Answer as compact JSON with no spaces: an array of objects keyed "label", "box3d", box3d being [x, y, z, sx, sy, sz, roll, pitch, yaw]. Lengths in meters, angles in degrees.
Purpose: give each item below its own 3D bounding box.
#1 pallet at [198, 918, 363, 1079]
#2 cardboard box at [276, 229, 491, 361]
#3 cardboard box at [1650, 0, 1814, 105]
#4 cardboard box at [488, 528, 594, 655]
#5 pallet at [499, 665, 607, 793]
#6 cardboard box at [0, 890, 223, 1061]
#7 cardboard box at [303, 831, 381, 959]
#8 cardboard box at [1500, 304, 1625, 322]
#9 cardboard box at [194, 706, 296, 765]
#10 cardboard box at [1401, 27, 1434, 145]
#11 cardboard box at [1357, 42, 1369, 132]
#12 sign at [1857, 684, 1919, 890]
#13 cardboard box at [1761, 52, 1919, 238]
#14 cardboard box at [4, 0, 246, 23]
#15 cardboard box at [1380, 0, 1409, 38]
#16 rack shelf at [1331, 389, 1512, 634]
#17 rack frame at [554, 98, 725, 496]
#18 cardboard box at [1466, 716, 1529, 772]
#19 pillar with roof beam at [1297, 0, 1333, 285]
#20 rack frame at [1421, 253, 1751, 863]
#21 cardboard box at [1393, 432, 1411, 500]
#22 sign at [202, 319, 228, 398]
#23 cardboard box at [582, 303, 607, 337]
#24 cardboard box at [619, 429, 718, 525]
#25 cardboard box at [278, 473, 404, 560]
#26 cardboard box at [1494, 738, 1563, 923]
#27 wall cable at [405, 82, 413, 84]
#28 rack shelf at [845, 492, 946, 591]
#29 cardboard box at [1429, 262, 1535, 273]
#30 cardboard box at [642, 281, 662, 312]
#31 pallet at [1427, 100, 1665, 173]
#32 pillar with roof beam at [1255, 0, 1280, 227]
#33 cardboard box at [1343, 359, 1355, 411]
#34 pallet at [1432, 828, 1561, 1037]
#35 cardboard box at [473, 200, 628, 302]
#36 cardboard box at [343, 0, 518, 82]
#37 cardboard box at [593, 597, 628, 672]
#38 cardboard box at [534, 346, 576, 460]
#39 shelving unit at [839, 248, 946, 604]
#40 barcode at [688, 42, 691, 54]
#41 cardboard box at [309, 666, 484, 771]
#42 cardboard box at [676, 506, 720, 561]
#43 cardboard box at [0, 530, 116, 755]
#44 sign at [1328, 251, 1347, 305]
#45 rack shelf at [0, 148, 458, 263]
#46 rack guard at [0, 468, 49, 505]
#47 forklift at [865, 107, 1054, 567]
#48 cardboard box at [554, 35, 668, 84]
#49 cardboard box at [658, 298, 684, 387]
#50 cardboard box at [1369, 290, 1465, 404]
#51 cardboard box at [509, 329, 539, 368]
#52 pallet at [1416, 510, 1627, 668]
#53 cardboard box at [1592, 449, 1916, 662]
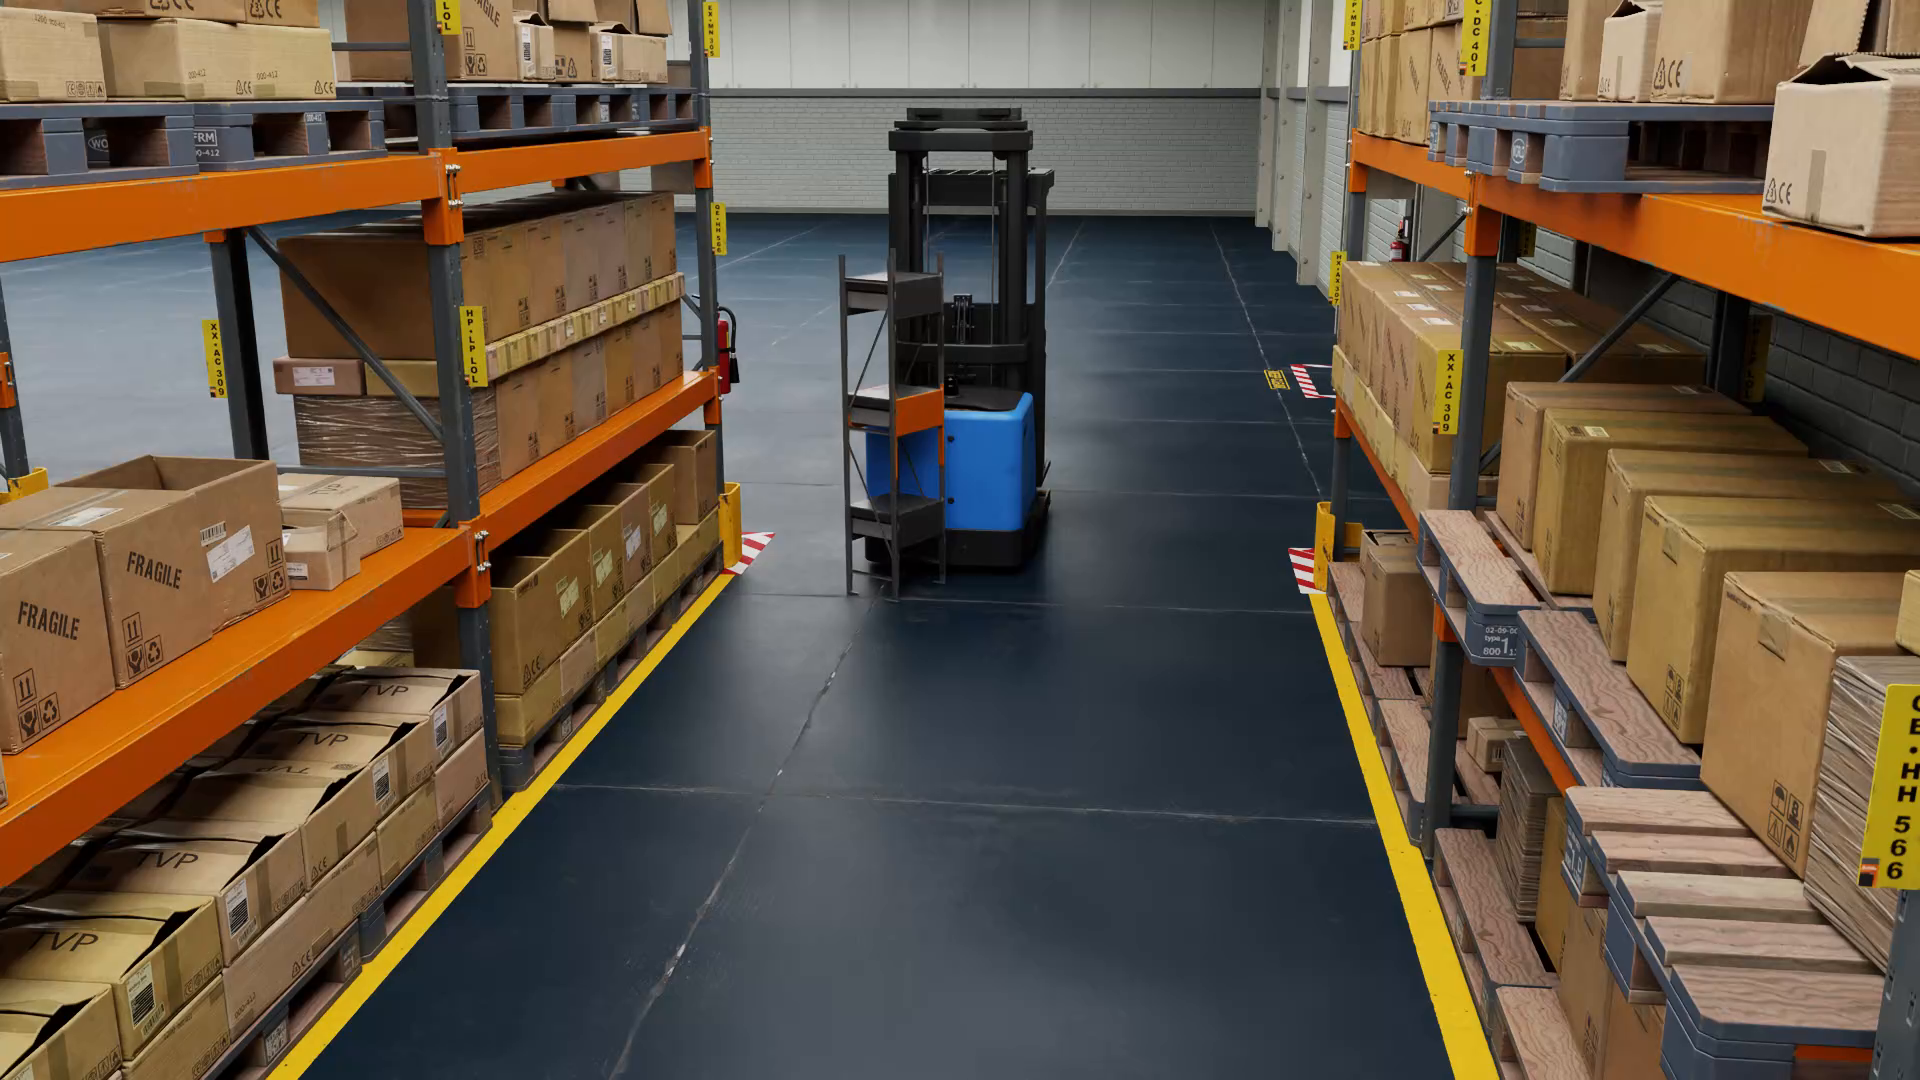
[{"label":"pallet","box3d":[-2.698,1.578,5.422,1.003,0.211,1.213,2,15,6]},{"label":"cardboard box","box3d":[-2.474,-1.067,7.186,0.700,0.500,0.500,2,15,7]},{"label":"cardboard box","box3d":[2.124,-1.372,4.248,0.500,0.500,0.500,1,15,4]},{"label":"cardboard box","box3d":[-2.106,0.244,8.039,0.500,0.500,0.500,2,15,6]},{"label":"pallet","box3d":[-2.387,0.863,8.064,1.003,0.211,1.213,2,15,6]},{"label":"cardboard box","box3d":[-2.508,1.218,4.800,0.500,0.311,0.500,1,15,5]},{"label":"cardboard box","box3d":[-2.393,1.227,5.841,0.500,0.250,0.500,2,15,8]},{"label":"cardboard box","box3d":[2.789,-0.811,7.726,0.500,0.500,0.500,2,15,8]},{"label":"cardboard box","box3d":[-2.874,0.806,6.324,0.500,0.311,0.500,2,15,6]},{"label":"cardboard box","box3d":[2.310,-2.052,7.530,0.500,0.500,0.500,1,15,4]},{"label":"cardboard box","box3d":[2.570,-2.597,9.542,0.500,0.500,0.500,2,15,8]},{"label":"sign","box3d":[1.413,0.371,2.479,0.100,0.325,0.005,2,15,6]},{"label":"cardboard box","box3d":[1.766,-0.705,2.907,0.500,0.311,0.500,2,15,6]},{"label":"cardboard box","box3d":[-2.668,-1.911,5.281,0.500,0.500,0.500,3,15,12]},{"label":"cardboard box","box3d":[2.417,-2.804,8.394,0.500,0.500,0.500,2,15,8]},{"label":"rack shelf","box3d":[2.630,-0.304,8.418,1.077,0.370,4.000,2,15,6]},{"label":"rack frame","box3d":[-2.067,-1.315,10.779,1.000,3.000,0.127,2,15,6]},{"label":"cardboard box","box3d":[2.435,0.883,7.235,0.380,0.166,0.250,0,15,-1]},{"label":"pillar with roof beam","box3d":[1.390,-8.654,26.428,9.100,9.000,0.400,2,15,6]},{"label":"rack frame","box3d":[2.404,-0.133,6.406,1.000,3.000,0.127,2,15,6]},{"label":"cardboard box","box3d":[2.221,-0.331,7.387,0.500,0.250,0.500,2,15,7]},{"label":"sign","box3d":[-3.070,-0.750,6.878,0.100,0.325,0.005,2,15,6]},{"label":"cardboard box","box3d":[-2.093,-1.169,8.806,0.380,0.149,0.250,1,15,5]},{"label":"cardboard box","box3d":[-1.832,-0.405,10.438,0.500,0.500,0.500,2,15,6]},{"label":"cardboard box","box3d":[-2.530,-0.076,6.485,0.500,0.250,0.500,3,15,10]},{"label":"cardboard box","box3d":[2.338,1.053,5.967,0.700,0.500,0.500,2,15,8]},{"label":"wall cable","box3d":[-13.200,-14.651,42.089,2.305,6.003,0.169,2,15,6]},{"label":"rack shelf","box3d":[-0.403,-0.018,10.433,0.431,0.518,0.480,10,18,35]},{"label":"cardboard box","box3d":[3.014,-1.341,9.687,0.500,0.500,0.500,2,15,6]},{"label":"cardboard box","box3d":[-1.977,-1.437,9.797,0.380,0.149,0.250,1,15,5]},{"label":"pallet","box3d":[2.229,-1.333,5.459,1.213,0.211,1.003,2,15,6]},{"label":"pillar with roof beam","box3d":[2.744,-11.767,37.938,9.100,9.000,0.400,2,15,6]},{"label":"cardboard box","box3d":[2.441,-0.855,9.327,0.500,0.250,0.500,1,15,5]},{"label":"pallet","box3d":[2.318,1.415,6.023,1.003,0.211,1.213,2,15,6]},{"label":"cardboard box","box3d":[-2.248,-1.588,9.111,0.700,0.500,0.500,2,15,6]},{"label":"cardboard box","box3d":[-2.199,-2.167,6.919,0.500,0.500,0.500,3,15,11]},{"label":"cardboard box","box3d":[-2.041,0.477,8.616,0.500,0.250,0.500,2,15,6]},{"label":"cardboard box","box3d":[-2.361,-0.708,8.343,0.700,0.500,0.500,2,15,7]},{"label":"shelving unit","box3d":[-0.406,-0.707,10.248,0.431,2.100,0.503,10,18,35]},{"label":"barcode","box3d":[-1.621,-2.951,9.970,0.001,0.075,0.075,2,15,6]},{"label":"cardboard box","box3d":[-2.279,0.690,6.753,0.500,0.311,0.500,2,15,6]},{"label":"cardboard box","box3d":[-1.834,-0.043,10.536,0.500,0.250,0.500,2,15,6]},{"label":"cardboard box","box3d":[-2.796,0.276,4.704,0.500,0.500,0.500,1,15,3]},{"label":"sign","box3d":[2.317,-1.604,10.189,0.100,0.325,0.005,2,15,6]},{"label":"rack shelf","box3d":[-2.744,-0.860,4.726,1.077,0.370,4.000,2,15,6]},{"label":"rack guard","box3d":[-6.950,-0.234,11.570,1.175,0.500,0.348,2,15,6]},{"label":"forklift","box3d":[0.084,-1.578,11.883,1.130,2.935,3.031,2,15,7]},{"label":"cardboard box","box3d":[-1.935,-2.655,9.201,0.500,0.250,0.500,2,15,6]},{"label":"cardboard box","box3d":[-2.132,-1.243,10.319,0.700,0.500,0.500,2,15,6]},{"label":"cardboard box","box3d":[2.327,-0.958,8.272,0.500,0.500,0.500,2,15,8]},{"label":"cardboard box","box3d":[-2.211,-0.903,7.821,0.380,0.149,0.250,2,15,6]},{"label":"pallet","box3d":[2.174,0.154,5.714,1.003,0.211,1.213,2,15,6]},{"label":"cardboard box","box3d":[2.200,0.054,4.681,0.700,0.500,0.500,4,16,14]}]
